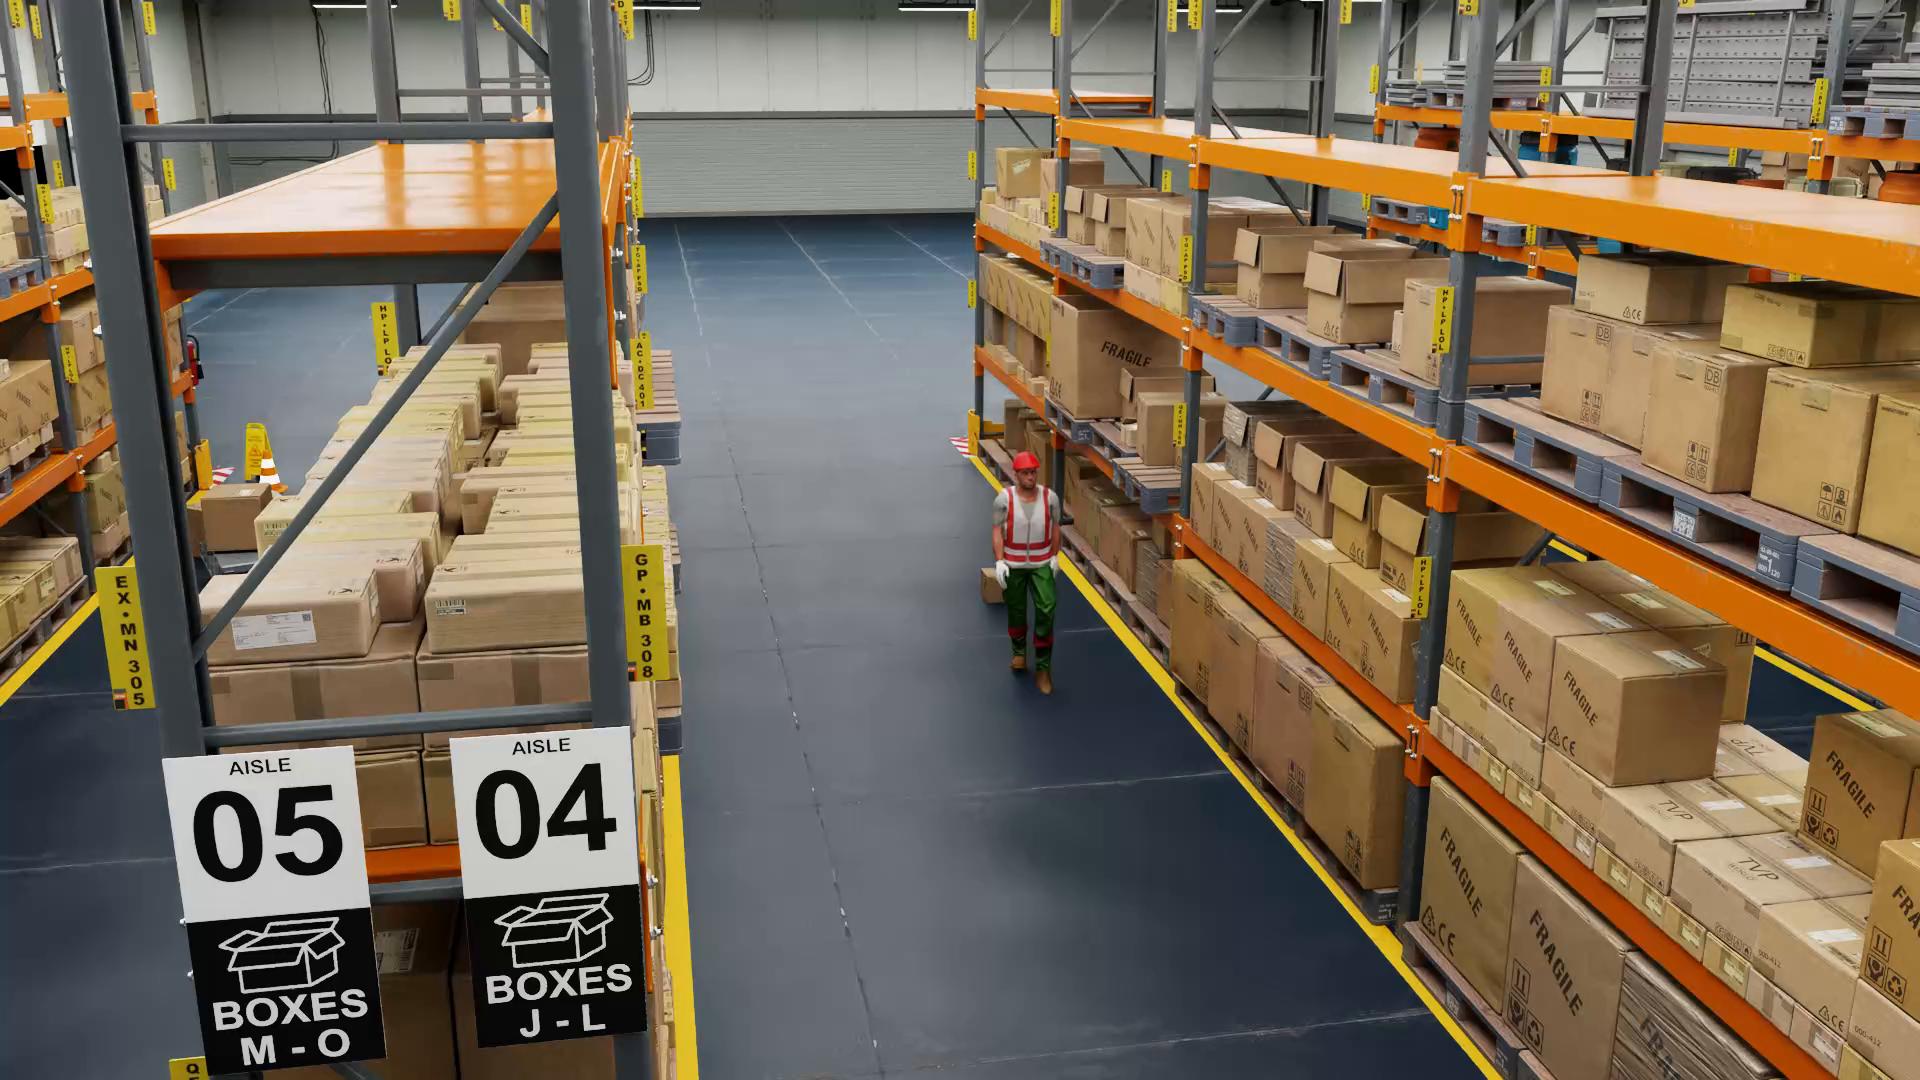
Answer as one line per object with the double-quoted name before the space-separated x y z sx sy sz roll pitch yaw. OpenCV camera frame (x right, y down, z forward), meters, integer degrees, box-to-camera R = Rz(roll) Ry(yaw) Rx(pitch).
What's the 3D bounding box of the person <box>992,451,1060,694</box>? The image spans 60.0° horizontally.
"person" 0.512 0.228 12.728 0.540 1.835 0.683 -1 16 -2
